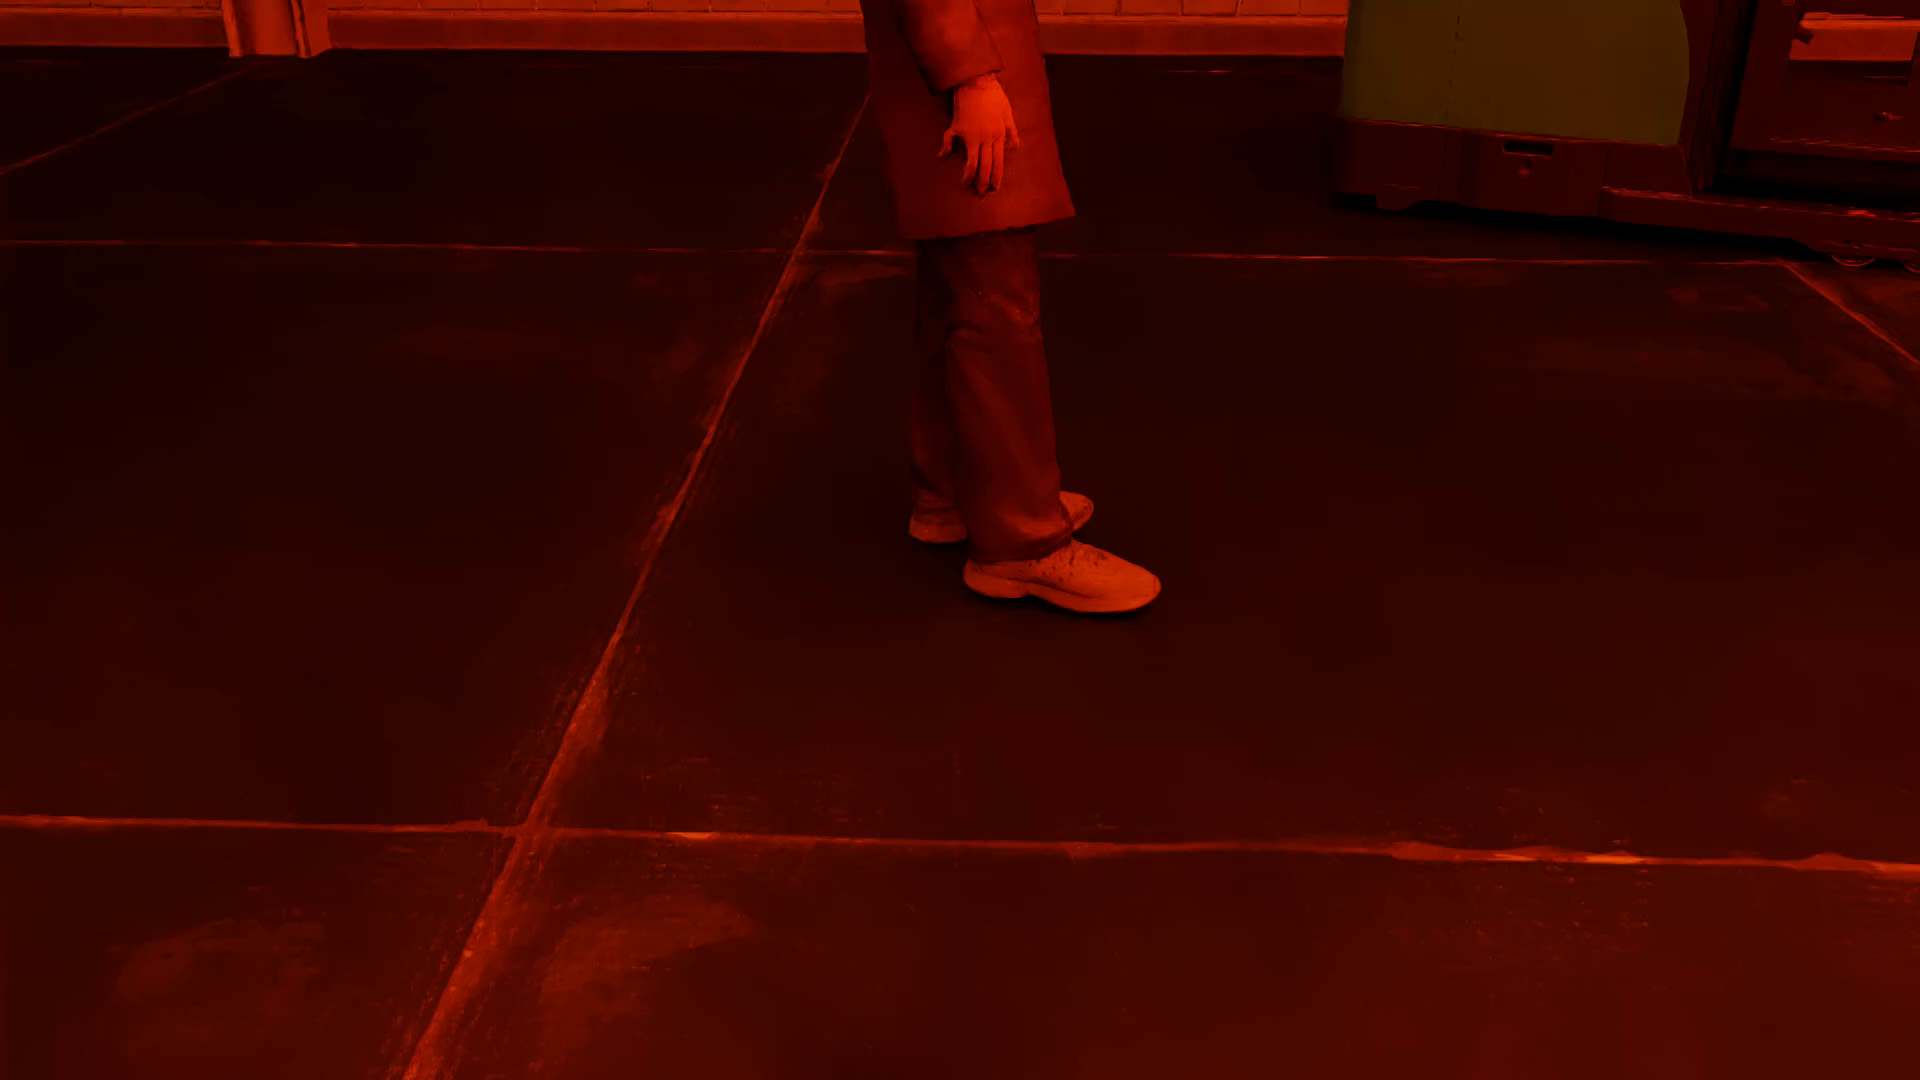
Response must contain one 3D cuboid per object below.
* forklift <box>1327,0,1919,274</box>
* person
[{"bbox_3d":[2.800,-2.369,4.822,3.031,2.935,1.130,10,28,20],"label":"forklift"},{"bbox_3d":[0.091,-0.760,2.948,0.580,1.687,0.694,1,26,2],"label":"person"}]
